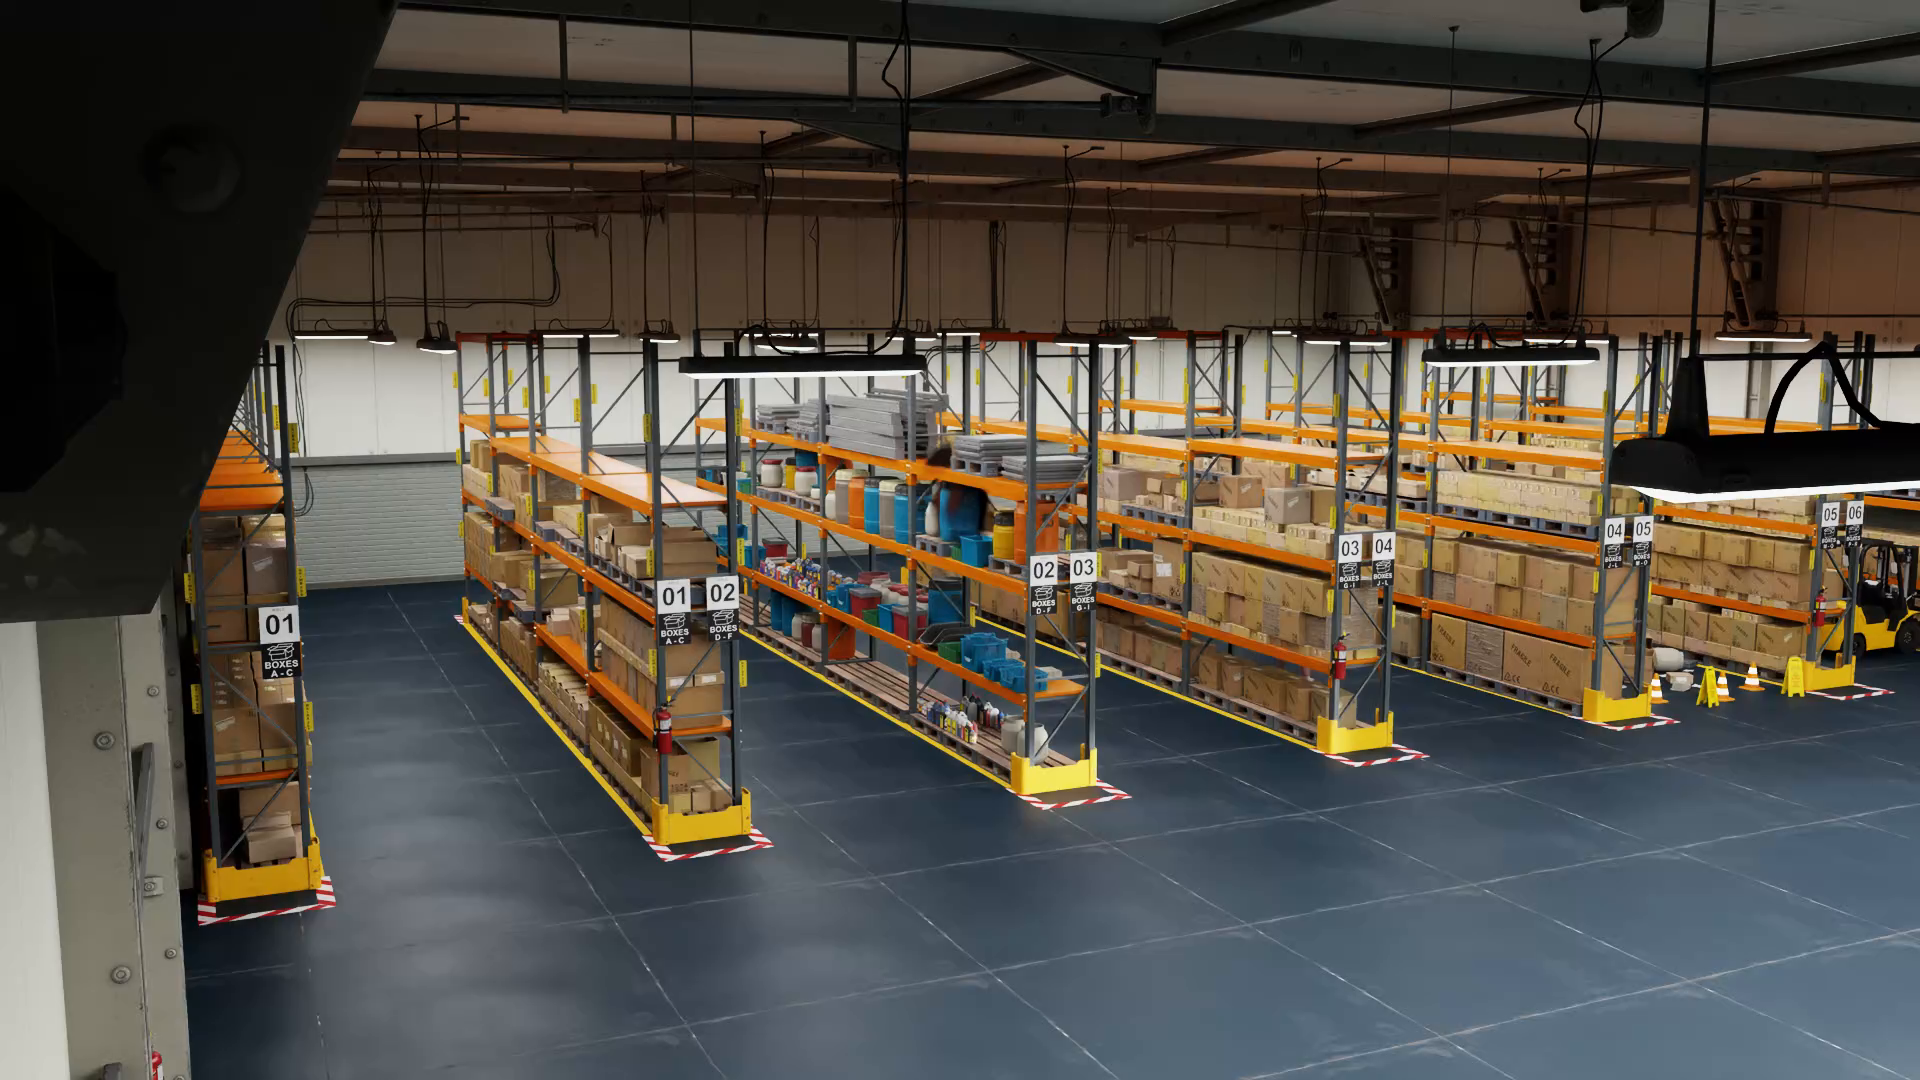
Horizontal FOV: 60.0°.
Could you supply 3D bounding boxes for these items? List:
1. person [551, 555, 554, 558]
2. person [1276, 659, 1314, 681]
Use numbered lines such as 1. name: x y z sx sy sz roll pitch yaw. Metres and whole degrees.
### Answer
1. person: -8.942 0.668 36.092 0.967 1.632 0.494 7 11 44
2. person: 5.864 1.627 28.972 0.572 1.622 0.999 -3 8 -20
